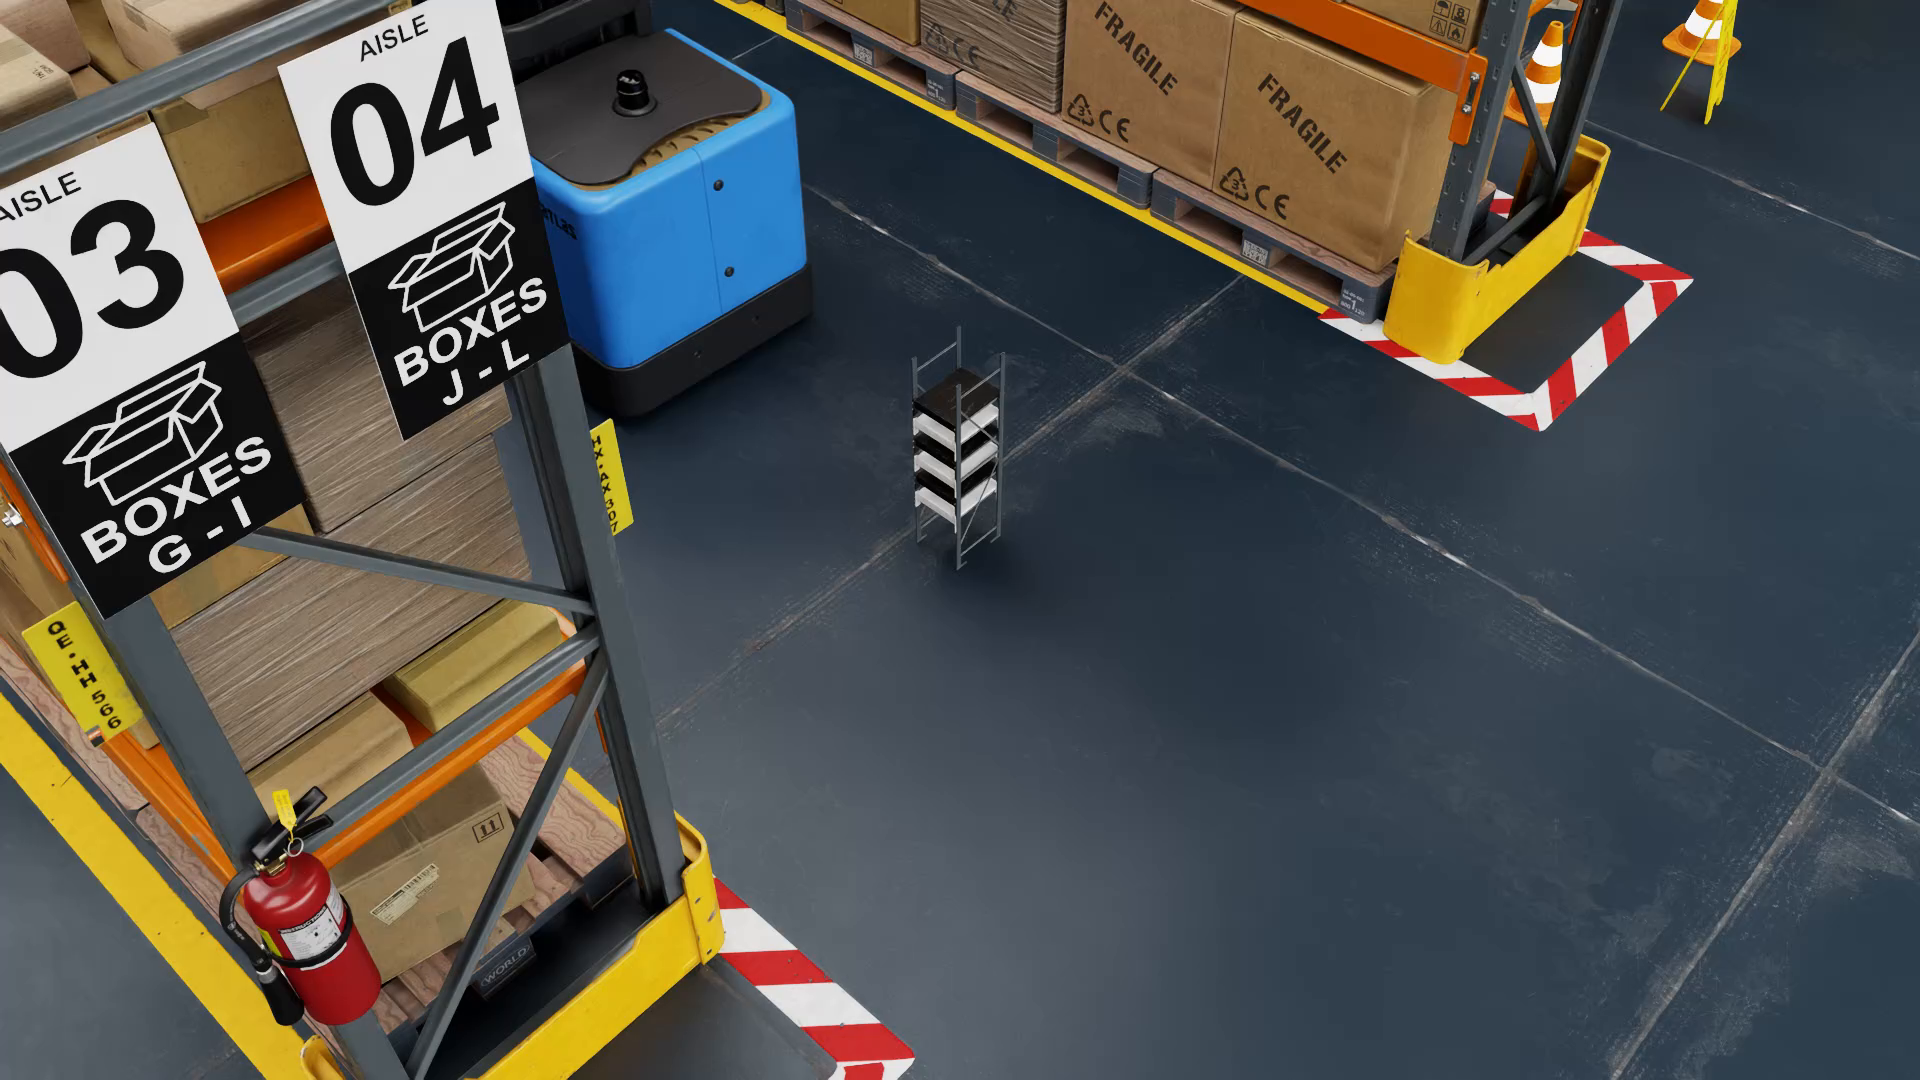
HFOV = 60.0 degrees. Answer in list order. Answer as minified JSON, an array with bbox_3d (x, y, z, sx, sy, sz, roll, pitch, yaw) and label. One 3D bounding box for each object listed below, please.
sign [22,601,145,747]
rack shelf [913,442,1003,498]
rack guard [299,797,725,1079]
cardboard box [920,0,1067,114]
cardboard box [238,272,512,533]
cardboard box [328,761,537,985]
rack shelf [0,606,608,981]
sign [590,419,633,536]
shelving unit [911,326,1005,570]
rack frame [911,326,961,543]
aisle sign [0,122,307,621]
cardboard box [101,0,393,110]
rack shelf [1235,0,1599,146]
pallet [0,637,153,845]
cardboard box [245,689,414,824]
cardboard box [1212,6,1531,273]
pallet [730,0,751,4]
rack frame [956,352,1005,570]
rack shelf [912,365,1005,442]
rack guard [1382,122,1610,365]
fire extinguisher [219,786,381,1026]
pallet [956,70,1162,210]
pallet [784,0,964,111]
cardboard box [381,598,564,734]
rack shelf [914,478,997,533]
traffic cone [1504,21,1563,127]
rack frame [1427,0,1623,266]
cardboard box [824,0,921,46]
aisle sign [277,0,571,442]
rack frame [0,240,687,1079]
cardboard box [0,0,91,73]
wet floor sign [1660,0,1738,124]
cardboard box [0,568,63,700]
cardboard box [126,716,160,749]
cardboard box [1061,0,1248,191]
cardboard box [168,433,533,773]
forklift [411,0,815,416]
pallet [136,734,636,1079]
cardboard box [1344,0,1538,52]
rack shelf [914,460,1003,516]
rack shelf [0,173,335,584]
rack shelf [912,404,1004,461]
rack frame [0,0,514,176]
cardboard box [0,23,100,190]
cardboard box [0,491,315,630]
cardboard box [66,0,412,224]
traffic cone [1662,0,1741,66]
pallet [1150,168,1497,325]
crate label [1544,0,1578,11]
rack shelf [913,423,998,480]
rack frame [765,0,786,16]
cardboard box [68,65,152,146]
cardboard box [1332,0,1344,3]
[{"bbox_3d":[-1.552,0.243,2.954,0.005,0.325,0.100,34,55,28],"label":"sign"},{"bbox_3d":[-0.006,-0.289,5.950,0.200,0.077,0.258,34,55,28],"label":"rack shelf"},{"bbox_3d":[-1.217,1.278,4.707,0.348,0.500,1.175,34,55,28],"label":"rack guard"},{"bbox_3d":[0.417,-2.750,7.943,0.875,0.875,0.875,34,56,28],"label":"cardboard box"},{"bbox_3d":[-1.381,-0.437,3.644,0.500,0.500,0.500,34,55,28],"label":"cardboard box"},{"bbox_3d":[-1.609,0.854,4.817,0.500,0.500,0.500,-28,53,-24],"label":"cardboard box"},{"bbox_3d":[-2.631,-0.283,4.952,4.000,0.370,1.077,34,55,28],"label":"rack shelf"},{"bbox_3d":[-0.793,-0.127,3.718,0.005,0.325,0.100,34,55,28],"label":"sign"},{"bbox_3d":[-0.006,-0.312,5.926,0.210,0.900,0.258,34,55,28],"label":"shelving unit"},{"bbox_3d":[-0.081,-0.362,5.973,0.006,0.900,0.240,34,55,28],"label":"rack frame"},{"bbox_3d":[-1.319,-0.239,2.633,0.004,0.787,0.394,34,55,28],"label":"aisle sign"},{"bbox_3d":[-1.207,-0.912,2.821,0.250,0.149,0.380,34,55,27],"label":"cardboard box"},{"bbox_3d":[0.807,-2.890,7.400,4.000,0.370,1.077,34,55,28],"label":"rack shelf"},{"bbox_3d":[-2.682,0.353,5.774,1.213,0.211,1.003,34,55,28],"label":"pallet"},{"bbox_3d":[-1.511,0.515,3.881,0.250,0.149,0.380,34,55,28],"label":"cardboard box"},{"bbox_3d":[1.734,-1.864,7.112,0.875,0.875,0.875,34,56,28],"label":"cardboard box"},{"bbox_3d":[-1.280,-3.512,9.403,1.213,0.211,1.003,34,55,28],"label":"pallet"},{"bbox_3d":[0.069,-0.262,5.879,0.006,0.900,0.240,34,55,28],"label":"rack frame"},{"bbox_3d":[-0.006,-0.474,5.753,0.200,0.077,0.258,34,55,28],"label":"rack shelf"},{"bbox_3d":[2.295,-1.280,7.109,0.348,0.500,1.175,34,55,28],"label":"rack guard"},{"bbox_3d":[-1.390,0.790,3.504,0.183,0.674,0.296,34,55,28],"label":"fire extinguisher"},{"bbox_3d":[0.744,-2.150,8.124,1.213,0.211,1.003,34,55,28],"label":"pallet"},{"bbox_3d":[-0.157,-2.753,8.690,1.213,0.211,1.003,34,55,28],"label":"pallet"},{"bbox_3d":[-1.209,0.277,4.105,0.250,0.149,0.380,34,55,28],"label":"cardboard box"},{"bbox_3d":[-0.006,-0.166,6.081,0.200,0.077,0.258,34,55,28],"label":"rack shelf"},{"bbox_3d":[2.850,-2.302,8.094,0.334,0.463,0.336,34,55,28],"label":"traffic cone"},{"bbox_3d":[2.277,-2.147,6.209,0.127,3.000,1.000,34,55,28],"label":"rack frame"},{"bbox_3d":[-0.248,-3.193,8.360,0.875,0.875,0.875,35,56,28],"label":"cardboard box"},{"bbox_3d":[-0.912,-0.560,2.935,0.004,0.787,0.394,34,55,28],"label":"aisle sign"},{"bbox_3d":[-1.161,0.460,3.761,0.127,3.000,1.000,34,55,28],"label":"rack frame"},{"bbox_3d":[-1.689,-0.814,2.728,0.250,0.149,0.380,32,55,27],"label":"cardboard box"},{"bbox_3d":[3.641,-2.388,8.050,0.232,0.644,0.267,25,52,22],"label":"wet floor sign"},{"bbox_3d":[-1.996,-0.146,4.057,0.500,0.500,0.875,34,55,28],"label":"cardboard box"},{"bbox_3d":[-1.913,0.295,4.087,0.250,0.149,0.380,34,55,28],"label":"cardboard box"},{"bbox_3d":[1.086,-2.298,7.519,0.875,0.875,0.875,33,55,27],"label":"cardboard box"},{"bbox_3d":[-1.547,0.037,3.885,0.500,0.500,0.875,34,55,28],"label":"cardboard box"},{"bbox_3d":[-2.021,-2.462,6.551,3.031,2.935,1.130,36,56,29],"label":"forklift"},{"bbox_3d":[-1.790,0.956,5.208,1.213,0.211,1.003,34,55,28],"label":"pallet"},{"bbox_3d":[1.974,-2.358,6.304,0.550,0.550,0.875,34,55,28],"label":"cardboard box"},{"bbox_3d":[-0.006,-0.228,6.016,0.200,0.077,0.258,34,55,28],"label":"rack shelf"},{"bbox_3d":[-2.631,-1.310,3.858,4.000,0.370,1.077,34,55,28],"label":"rack shelf"},{"bbox_3d":[-0.006,-0.412,5.819,0.200,0.077,0.258,34,55,28],"label":"rack shelf"},{"bbox_3d":[-1.161,-1.594,1.574,0.127,3.000,1.000,34,55,28],"label":"rack frame"},{"bbox_3d":[-1.577,-0.622,2.549,0.250,0.149,0.380,34,55,28],"label":"cardboard box"},{"bbox_3d":[-1.733,-0.158,3.382,0.500,0.500,0.500,34,55,28],"label":"cardboard box"},{"bbox_3d":[-1.340,-0.892,3.076,0.500,0.250,0.500,36,56,29],"label":"cardboard box"},{"bbox_3d":[3.866,-2.740,8.505,0.334,0.463,0.336,34,55,28],"label":"traffic cone"},{"bbox_3d":[1.636,-1.546,7.557,1.213,0.211,1.003,34,55,28],"label":"pallet"},{"bbox_3d":[3.246,-2.984,8.958,0.298,0.136,0.250,9,48,9],"label":"crate label"},{"bbox_3d":[-0.006,-0.351,5.884,0.200,0.077,0.258,34,55,28],"label":"rack shelf"},{"bbox_3d":[-0.662,-4.125,8.066,0.127,3.000,1.000,34,55,28],"label":"rack frame"},{"bbox_3d":[-1.688,-0.618,2.818,0.500,0.250,0.500,35,56,28],"label":"cardboard box"},{"bbox_3d":[1.555,-2.618,6.548,0.550,0.550,0.875,34,55,28],"label":"cardboard box"}]
